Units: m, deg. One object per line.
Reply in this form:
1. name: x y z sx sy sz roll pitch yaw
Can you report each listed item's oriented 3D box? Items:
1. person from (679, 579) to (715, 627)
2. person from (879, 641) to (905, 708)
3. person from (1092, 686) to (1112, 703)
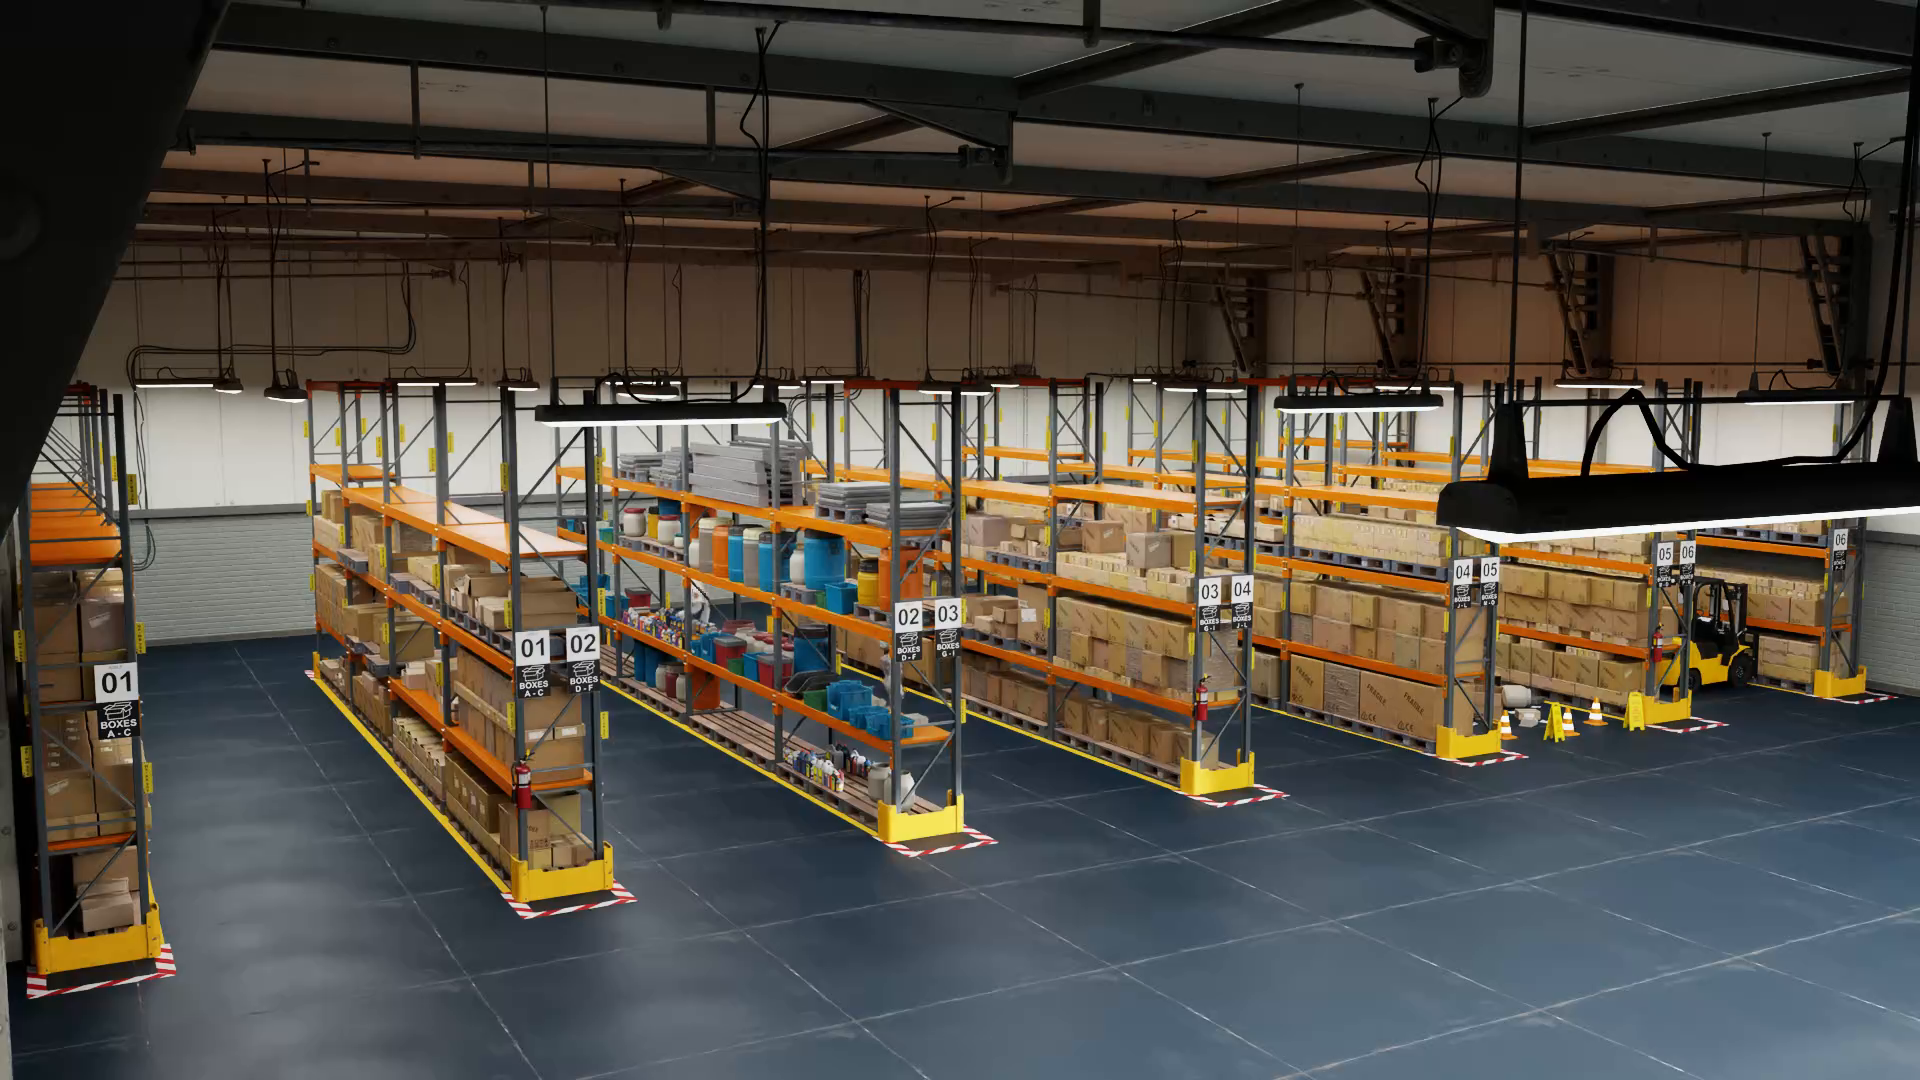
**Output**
1. person: -6.323 1.224 39.823 0.874 1.735 0.609 1 6 7
2. person: -1.132 2.484 27.980 0.479 1.689 0.549 -2 6 -17
3. person: 2.594 2.260 30.275 0.479 1.601 0.362 6 8 42
